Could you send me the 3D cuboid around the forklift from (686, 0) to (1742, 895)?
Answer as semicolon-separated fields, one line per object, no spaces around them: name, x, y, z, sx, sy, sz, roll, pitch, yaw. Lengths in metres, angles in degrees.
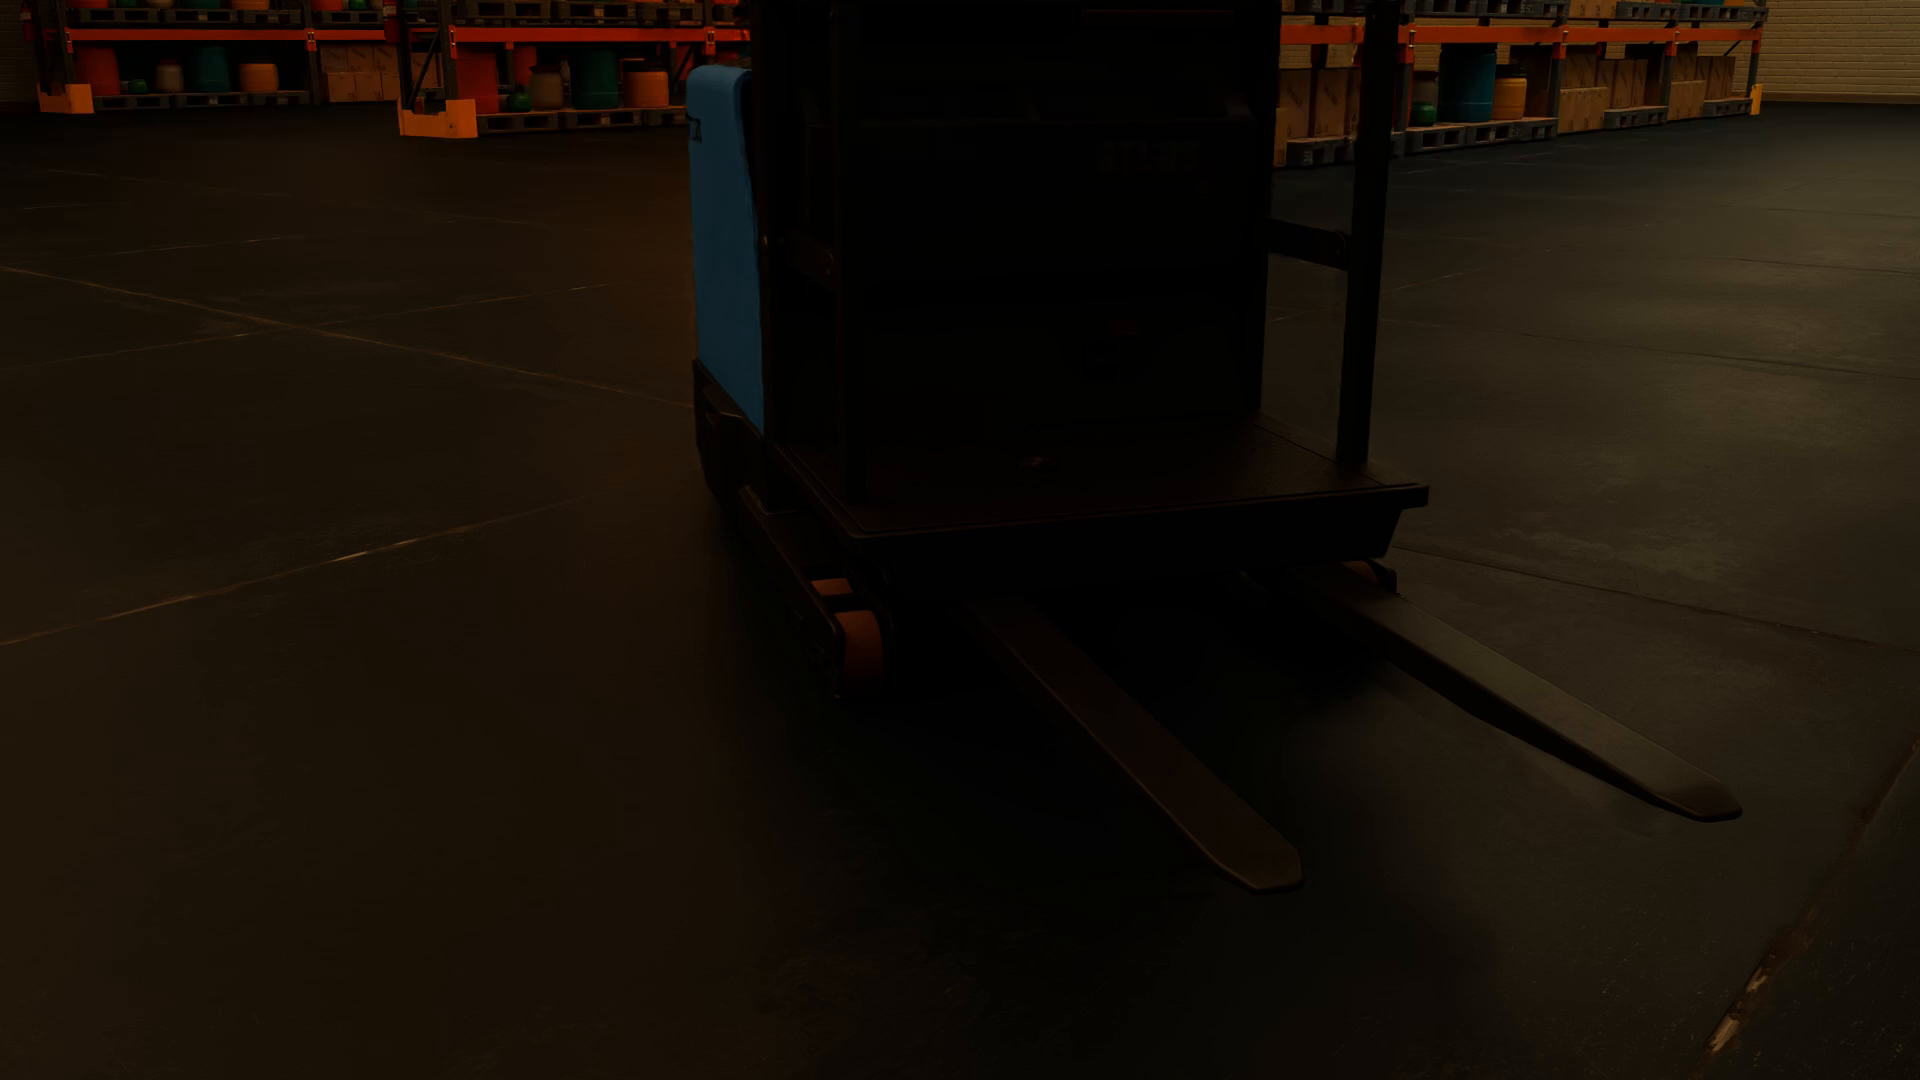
forklift;0.203;-1.242;2.989;1.130;2.935;3.031;-5;18;-17
